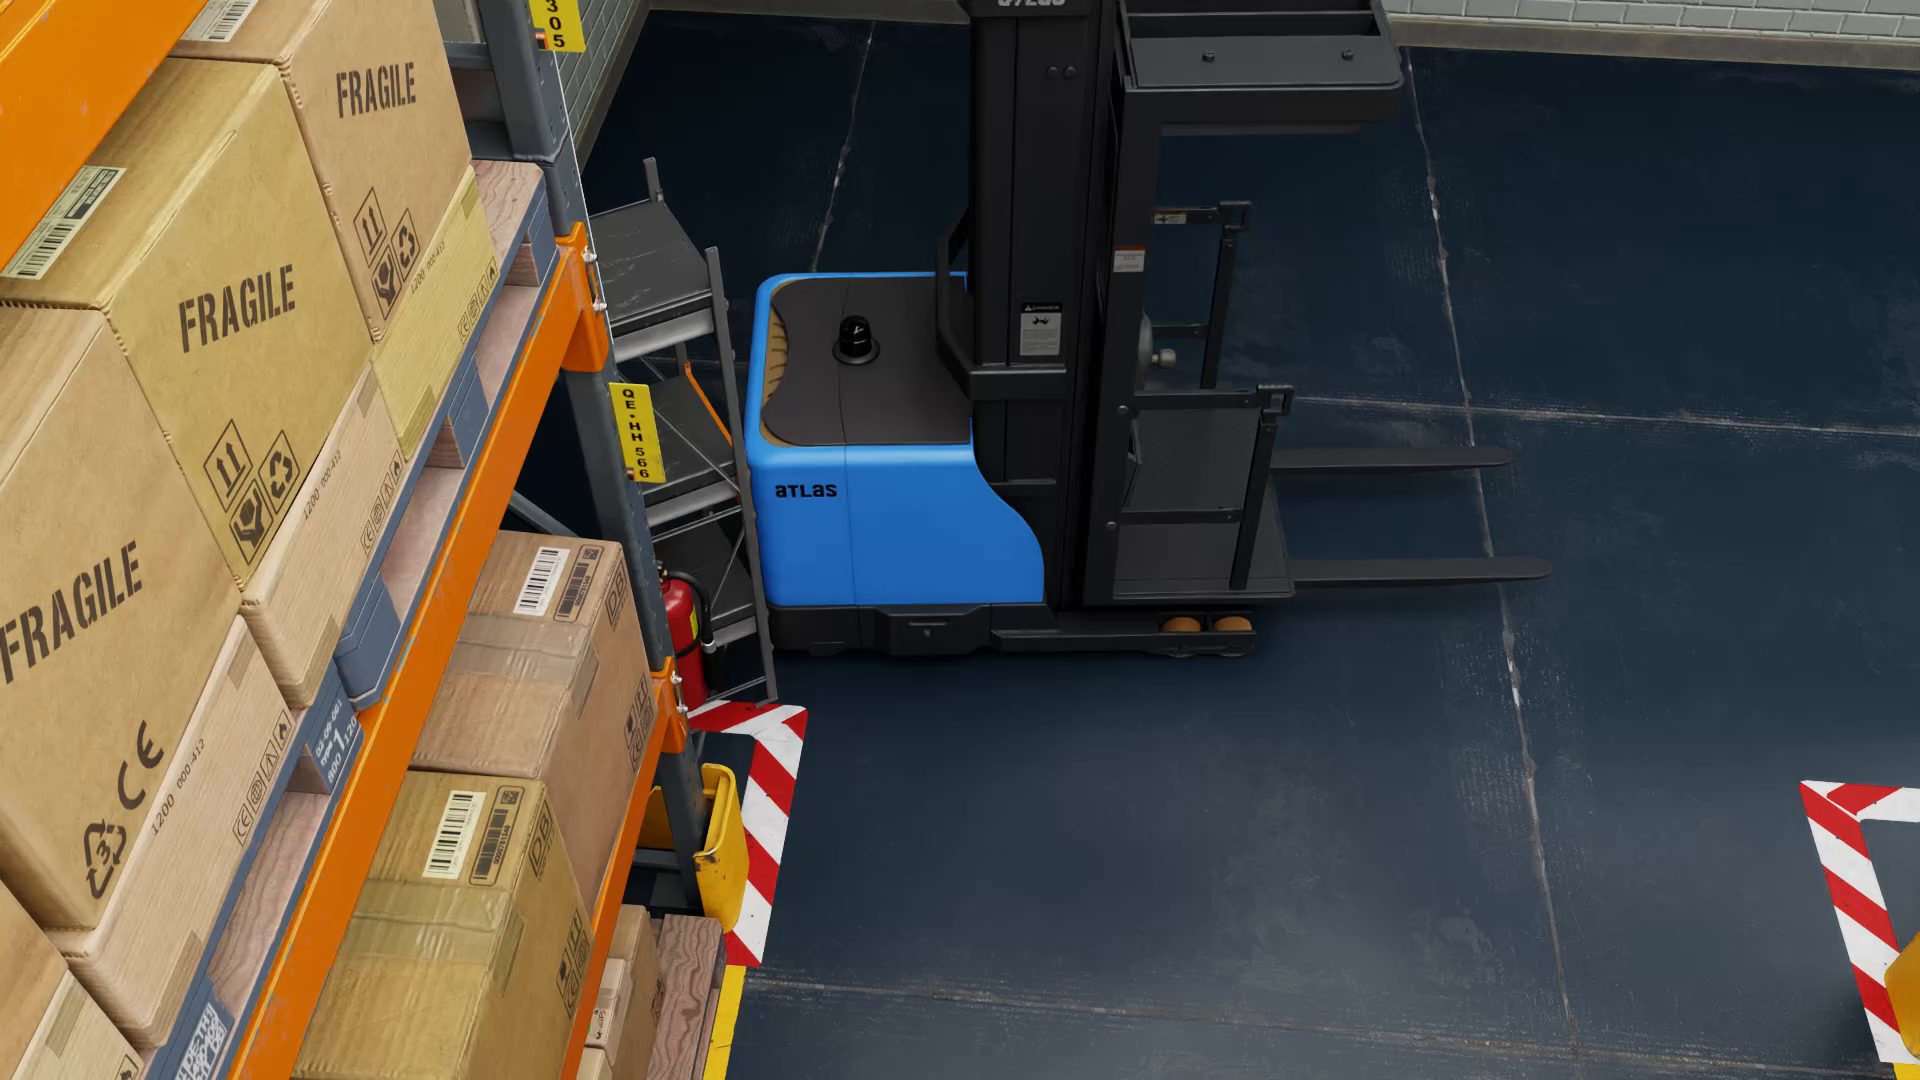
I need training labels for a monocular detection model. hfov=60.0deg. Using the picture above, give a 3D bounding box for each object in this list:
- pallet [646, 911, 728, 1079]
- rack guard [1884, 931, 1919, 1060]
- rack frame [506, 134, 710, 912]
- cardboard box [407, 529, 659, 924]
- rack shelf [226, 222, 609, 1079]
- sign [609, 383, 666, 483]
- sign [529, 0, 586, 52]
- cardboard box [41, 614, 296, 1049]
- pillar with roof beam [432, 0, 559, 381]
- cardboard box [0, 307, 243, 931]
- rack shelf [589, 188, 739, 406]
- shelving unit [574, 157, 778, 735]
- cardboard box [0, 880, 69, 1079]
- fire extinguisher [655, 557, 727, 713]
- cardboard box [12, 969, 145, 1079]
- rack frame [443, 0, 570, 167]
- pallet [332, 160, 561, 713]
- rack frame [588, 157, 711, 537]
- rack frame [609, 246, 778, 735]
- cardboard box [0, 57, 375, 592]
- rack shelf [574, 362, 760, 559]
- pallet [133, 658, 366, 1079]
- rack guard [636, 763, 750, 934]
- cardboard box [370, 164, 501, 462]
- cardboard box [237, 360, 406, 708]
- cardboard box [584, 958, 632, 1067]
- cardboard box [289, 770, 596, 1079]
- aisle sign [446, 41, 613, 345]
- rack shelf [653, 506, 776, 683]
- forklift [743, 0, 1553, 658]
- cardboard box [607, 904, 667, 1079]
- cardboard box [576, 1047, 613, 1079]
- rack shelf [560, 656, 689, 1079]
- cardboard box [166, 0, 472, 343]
[{"bbox_3d":[-1.318,1.702,5.077,1.003,0.211,1.213,4,48,4],"label":"pallet"},{"bbox_3d":[3.604,1.397,5.159,1.175,0.500,0.348,4,48,4],"label":"rack guard"},{"bbox_3d":[-1.323,0.168,4.590,1.000,3.000,0.127,4,48,4],"label":"rack frame"},{"bbox_3d":[-1.359,0.442,4.136,0.980,0.700,0.700,6,48,5],"label":"cardboard box"},{"bbox_3d":[-1.505,0.868,2.404,1.077,0.370,4.000,4,48,4],"label":"rack shelf"},{"bbox_3d":[-0.784,-0.256,4.033,0.100,0.325,0.005,4,48,4],"label":"sign"},{"bbox_3d":[-0.784,-1.070,3.143,0.100,0.325,0.005,4,48,4],"label":"sign"},{"bbox_3d":[-1.214,0.352,2.138,0.500,0.250,0.500,3,48,2],"label":"cardboard box"},{"bbox_3d":[2.349,-3.610,3.979,9.100,9.000,0.400,4,48,4],"label":"pillar with roof beam"},{"bbox_3d":[-1.213,0.084,1.874,0.500,0.500,0.500,2,48,2],"label":"cardboard box"},{"bbox_3d":[-0.976,-0.669,5.034,0.431,0.518,0.480,-21,51,-18],"label":"rack shelf"},{"bbox_3d":[-0.976,-0.205,5.541,0.431,2.100,0.503,-21,51,-18],"label":"shelving unit"},{"bbox_3d":[-1.263,0.470,1.522,0.500,0.500,0.500,4,48,4],"label":"cardboard box"},{"bbox_3d":[-0.849,0.240,4.829,0.296,0.674,0.183,4,48,4],"label":"fire extinguisher"},{"bbox_3d":[-1.262,0.729,1.793,0.500,0.250,0.500,3,48,2],"label":"cardboard box"},{"bbox_3d":[-1.323,-1.857,2.376,1.000,3.000,0.127,4,48,4],"label":"rack frame"},{"bbox_3d":[-1.380,-0.269,3.017,1.003,0.211,1.213,4,48,4],"label":"pallet"},{"bbox_3d":[-1.091,-0.364,5.686,0.400,2.100,0.015,-21,51,-18],"label":"rack frame"},{"bbox_3d":[-0.862,-0.046,5.395,0.400,2.100,0.015,-21,51,-18],"label":"rack frame"},{"bbox_3d":[-1.174,-0.300,2.225,0.500,0.500,0.500,5,48,5],"label":"cardboard box"},{"bbox_3d":[-0.976,-0.196,5.551,0.431,0.518,0.480,-21,51,-18],"label":"rack shelf"},{"bbox_3d":[-1.488,0.630,2.194,1.003,0.211,1.213,4,48,4],"label":"pallet"},{"bbox_3d":[-1.320,0.994,5.528,1.175,0.500,0.348,4,48,4],"label":"rack guard"},{"bbox_3d":[-1.125,-0.414,2.838,0.500,0.250,0.500,5,48,5],"label":"cardboard box"},{"bbox_3d":[-1.171,-0.031,2.488,0.500,0.250,0.500,2,48,2],"label":"cardboard box"},{"bbox_3d":[-1.117,1.278,4.544,0.380,0.149,0.250,3,48,3],"label":"cardboard box"},{"bbox_3d":[-1.414,0.977,3.646,0.980,0.700,0.700,4,48,3],"label":"cardboard box"},{"bbox_3d":[-1.017,-0.743,3.661,0.394,0.787,0.004,4,48,4],"label":"aisle sign"},{"bbox_3d":[-0.976,0.277,6.067,0.431,0.518,0.480,-21,51,-18],"label":"rack shelf"},{"bbox_3d":[0.748,-0.934,5.644,3.031,2.935,1.130,-1,48,-1],"label":"forklift"},{"bbox_3d":[-1.287,1.391,4.881,0.700,0.500,0.500,4,48,4],"label":"cardboard box"},{"bbox_3d":[-1.140,1.466,4.372,0.380,0.149,0.250,5,48,5],"label":"cardboard box"},{"bbox_3d":[-1.505,1.880,3.511,1.077,0.370,4.000,4,48,4],"label":"rack shelf"},{"bbox_3d":[-1.118,-0.667,2.561,0.500,0.500,0.500,4,48,3],"label":"cardboard box"}]
